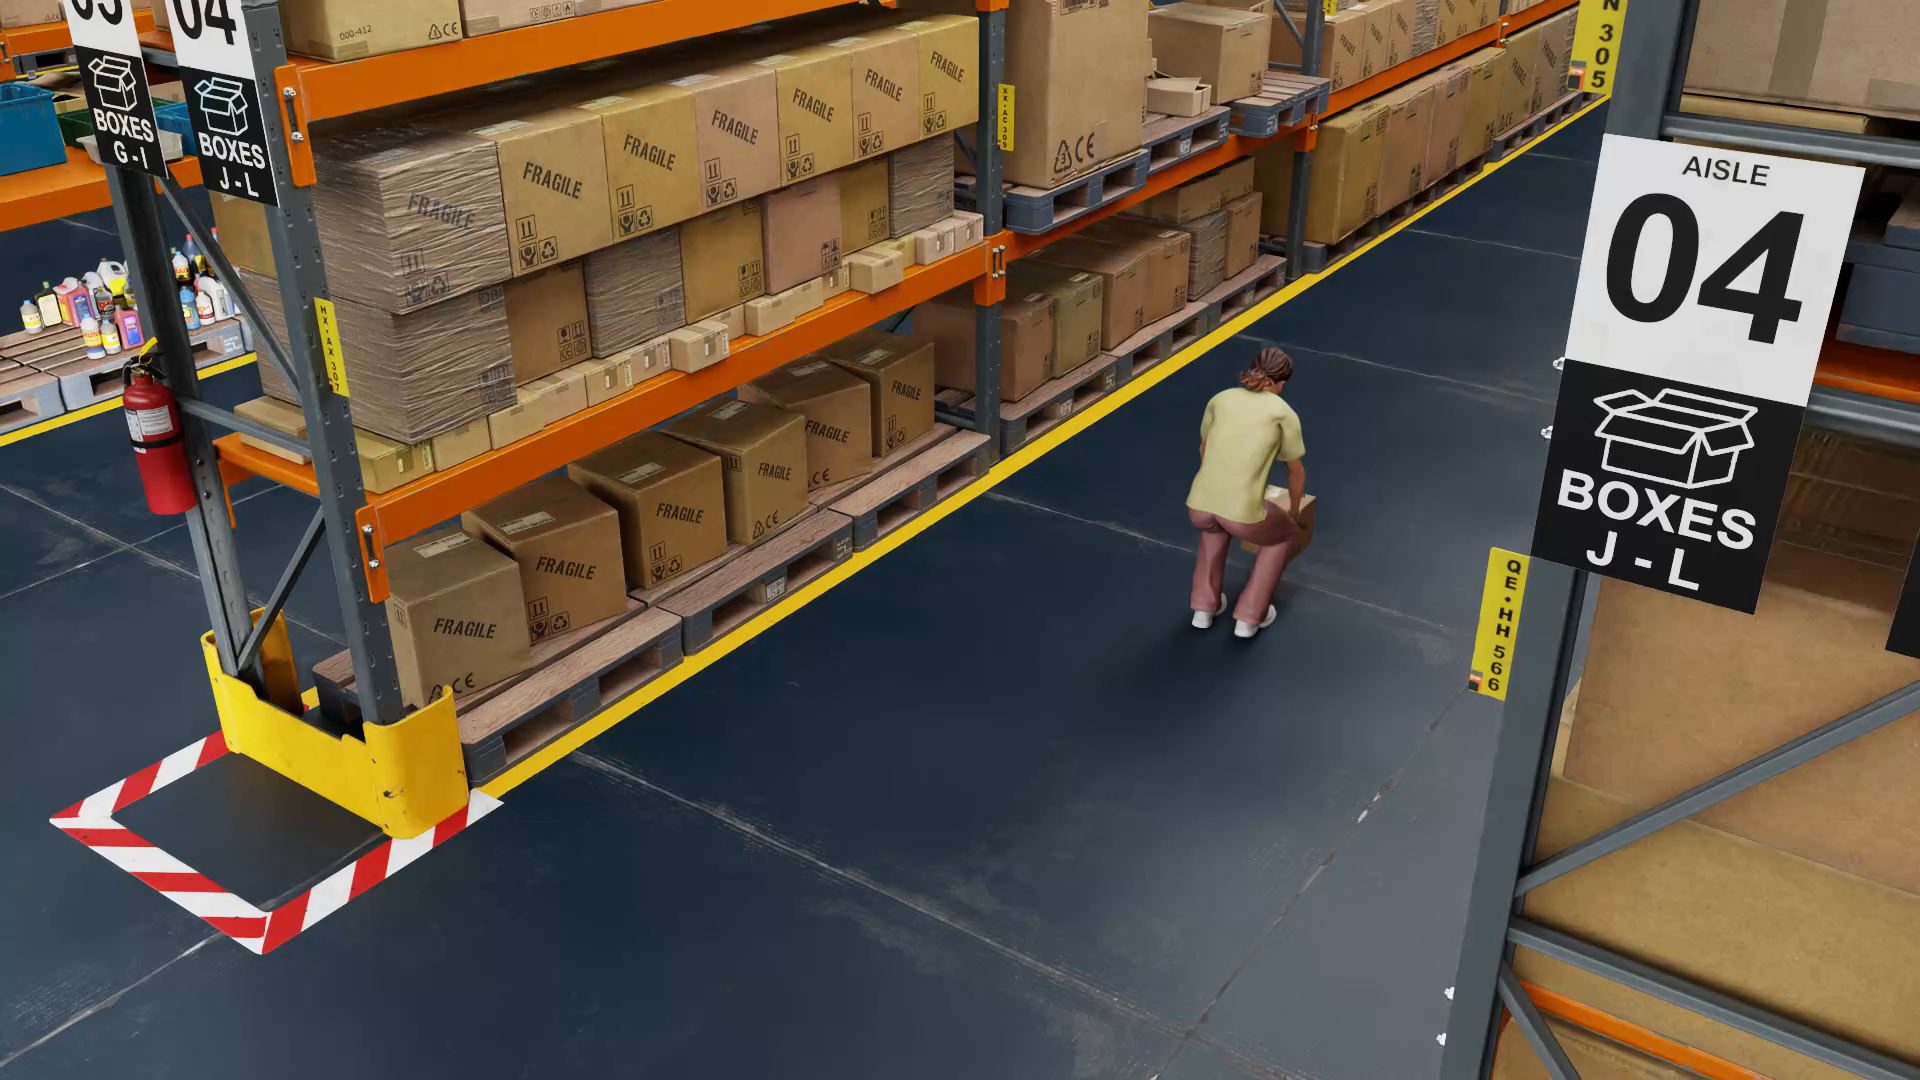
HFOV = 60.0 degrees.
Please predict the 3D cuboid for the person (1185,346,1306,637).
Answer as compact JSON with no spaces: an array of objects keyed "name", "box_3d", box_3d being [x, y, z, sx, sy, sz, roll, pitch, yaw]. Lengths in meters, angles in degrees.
[{"name":"person","box_3d":[1.259,-0.205,7.493,0.511,1.250,0.704,17,32,30]}]
